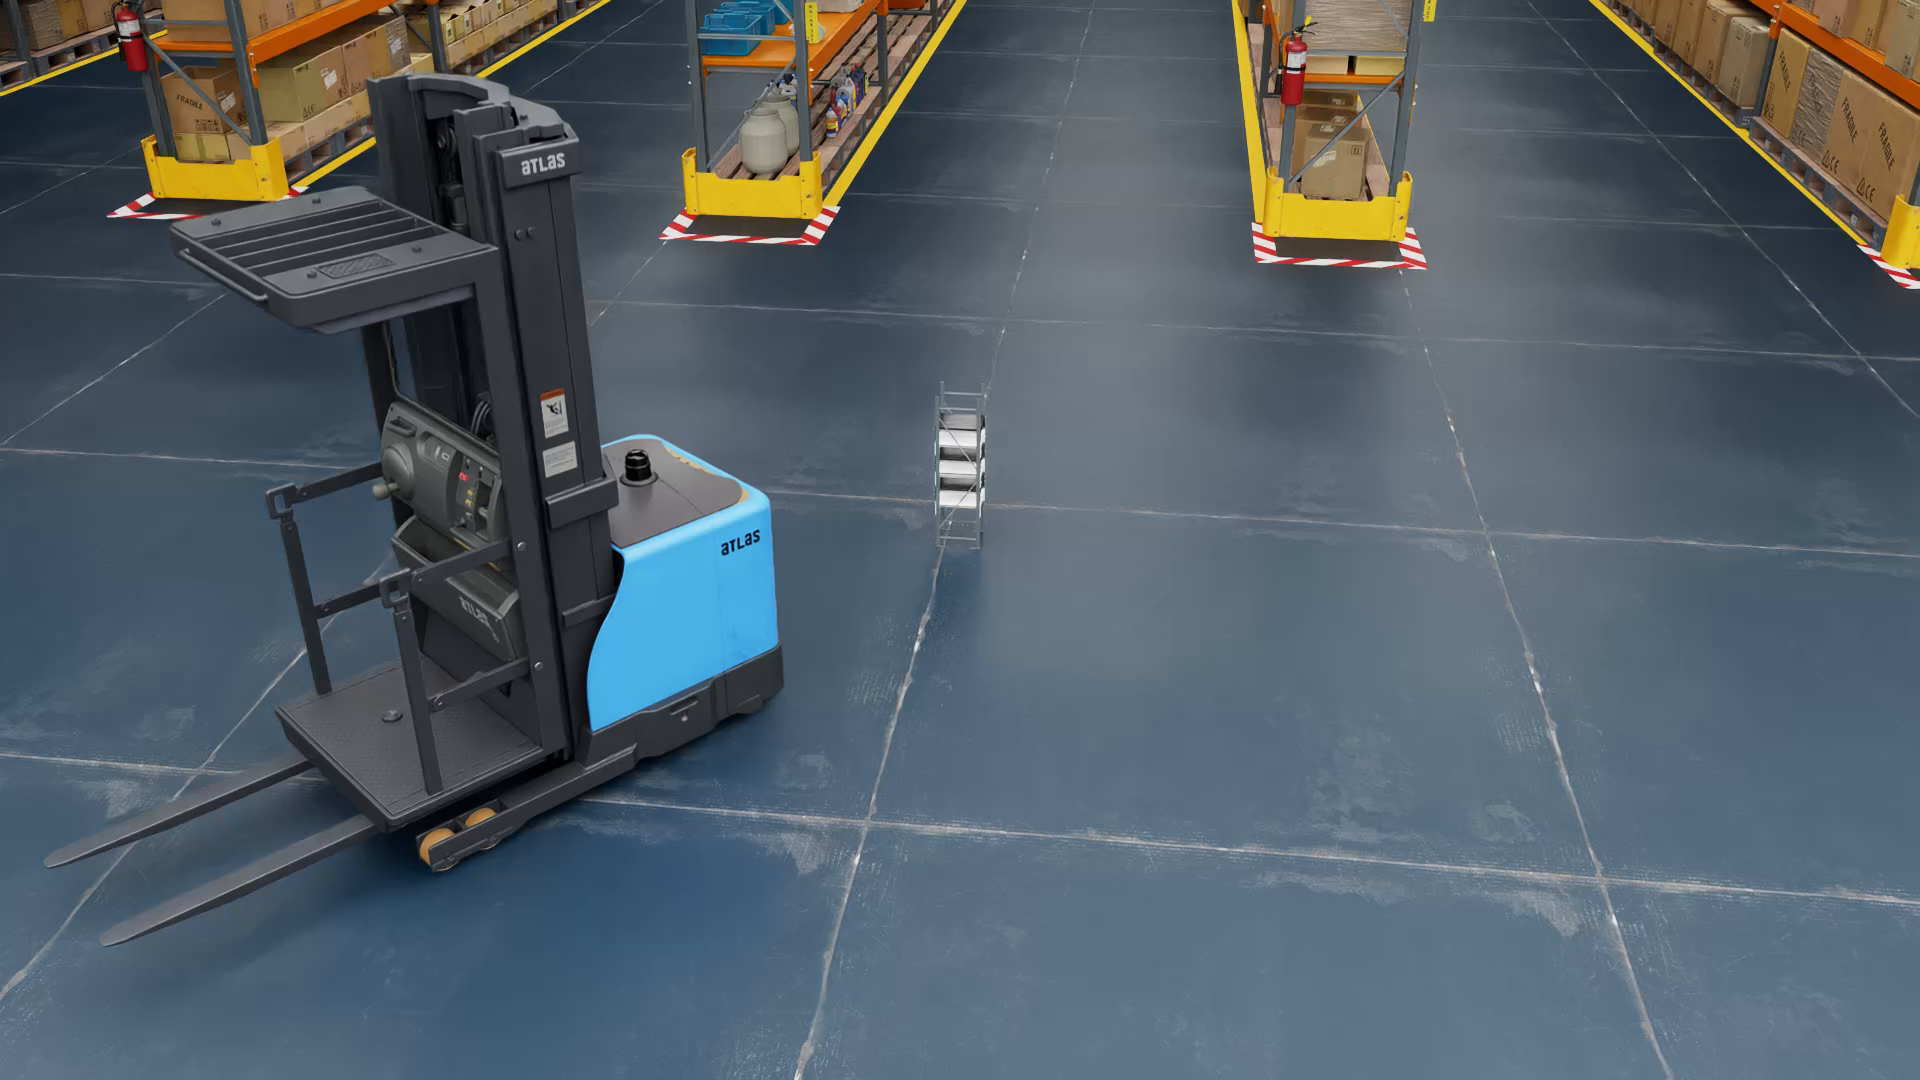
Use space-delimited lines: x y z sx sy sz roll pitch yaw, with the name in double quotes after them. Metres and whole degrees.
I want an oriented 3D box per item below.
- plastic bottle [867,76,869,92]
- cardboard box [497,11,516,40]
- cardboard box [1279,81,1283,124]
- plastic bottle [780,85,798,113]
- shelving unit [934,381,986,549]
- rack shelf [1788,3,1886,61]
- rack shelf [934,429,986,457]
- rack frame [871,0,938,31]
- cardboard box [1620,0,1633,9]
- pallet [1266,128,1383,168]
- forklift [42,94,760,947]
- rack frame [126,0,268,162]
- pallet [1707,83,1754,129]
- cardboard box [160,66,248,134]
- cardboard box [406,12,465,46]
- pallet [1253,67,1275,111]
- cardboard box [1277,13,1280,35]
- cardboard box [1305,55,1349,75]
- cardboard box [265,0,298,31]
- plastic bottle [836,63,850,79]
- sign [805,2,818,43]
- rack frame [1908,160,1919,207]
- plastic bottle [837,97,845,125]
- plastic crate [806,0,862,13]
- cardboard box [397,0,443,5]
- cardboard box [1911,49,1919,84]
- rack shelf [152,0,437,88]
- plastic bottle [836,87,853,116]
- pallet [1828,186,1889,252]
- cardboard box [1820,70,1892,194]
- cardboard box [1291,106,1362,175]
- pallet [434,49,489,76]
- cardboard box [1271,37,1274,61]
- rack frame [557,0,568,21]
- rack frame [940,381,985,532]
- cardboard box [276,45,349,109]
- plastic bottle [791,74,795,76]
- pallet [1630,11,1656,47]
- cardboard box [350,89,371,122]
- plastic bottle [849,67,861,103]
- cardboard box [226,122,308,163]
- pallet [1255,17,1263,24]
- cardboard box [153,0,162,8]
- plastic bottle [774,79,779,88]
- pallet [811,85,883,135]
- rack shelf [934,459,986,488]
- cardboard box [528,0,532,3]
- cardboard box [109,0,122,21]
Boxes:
-1.014 -4.831 17.542 0.097 0.201 0.097 0 28 0 "plastic bottle"
-5.711 -6.222 20.092 0.500 0.250 0.500 4 29 7 "cardboard box"
3.486 -4.399 16.445 0.500 0.500 0.500 13 31 22 "cardboard box"
-1.714 -4.411 16.684 0.152 0.276 0.135 3 28 6 "plastic bottle"
0.001 -0.400 9.044 0.258 0.900 0.210 3 28 6 "shelving unit"
8.302 -4.263 14.552 0.919 0.124 3.809 3 28 6 "rack shelf"
0.001 -0.529 8.974 0.258 0.077 0.200 3 28 6 "rack shelf"
-0.788 -7.941 20.828 1.000 3.000 0.127 3 28 6 "rack frame"
8.975 -7.221 21.684 0.500 0.500 0.500 2 28 4 "cardboard box"
3.443 -3.649 15.800 1.003 0.211 1.213 3 28 6 "pallet"
-2.279 -0.184 6.568 2.937 2.867 1.118 -24 37 -37 "forklift"
-6.684 -4.465 14.376 1.000 3.000 0.127 3 28 6 "rack frame"
8.567 -4.575 17.519 1.003 0.211 1.213 3 28 6 "pallet"
-6.914 -4.039 15.251 0.500 0.500 0.500 3 28 6 "cardboard box"
-5.896 -5.749 18.624 0.500 0.311 0.500 3 29 6 "cardboard box"
3.731 -4.910 18.140 1.003 0.211 1.213 3 28 6 "pallet"
3.057 -4.635 14.957 0.380 0.149 0.250 3 28 6 "cardboard box"
2.977 -3.923 13.635 0.380 0.149 0.250 3 28 6 "cardboard box"
-6.555 -4.976 15.218 0.700 0.500 0.500 4 29 8 "cardboard box"
-1.214 -4.774 17.279 0.144 0.351 0.185 3 28 6 "plastic bottle"
-1.223 -4.263 13.709 0.100 0.325 0.005 3 28 6 "sign"
8.057 -3.552 12.680 1.000 3.000 0.127 3 28 6 "rack frame"
-1.183 -4.212 16.318 0.097 0.271 0.097 0 28 0 "plastic bottle"
-1.226 -5.163 15.949 0.530 0.136 0.437 3 28 6 "plastic crate"
-6.308 -6.257 19.566 0.500 0.311 0.500 3 28 6 "cardboard box"
8.058 -3.795 12.974 0.875 0.550 0.550 3 28 6 "cardboard box"
-6.439 -5.090 16.294 1.077 0.370 4.000 3 28 6 "rack shelf"
-1.158 -4.414 16.689 0.152 0.276 0.135 4 29 7 "plastic bottle"
8.078 -2.705 14.049 1.003 0.211 1.213 3 28 6 "pallet"
8.180 -3.539 14.453 0.875 0.875 0.875 3 28 5 "cardboard box"
3.279 -3.548 14.867 0.500 0.500 0.500 11 30 19 "cardboard box"
-6.143 -5.470 19.180 1.003 0.211 1.213 3 28 6 "pallet"
3.879 -5.638 18.725 0.700 0.500 0.500 1 28 2 "cardboard box"
-5.704 -8.231 21.365 1.000 3.000 0.127 3 28 6 "rack frame"
0.013 -0.448 9.132 0.240 0.900 0.006 3 28 6 "rack frame"
-6.290 -4.481 16.070 0.500 0.500 0.500 3 28 6 "cardboard box"
-1.765 -4.775 17.358 0.152 0.276 0.135 4 29 8 "plastic bottle"
9.135 -6.458 21.014 1.003 0.211 1.213 3 28 6 "pallet"
-6.212 -4.385 16.683 0.500 0.250 0.500 3 28 6 "cardboard box"
-1.095 -4.676 17.095 0.144 0.351 0.185 2 28 4 "plastic bottle"
-6.398 -3.679 15.373 0.500 0.250 0.500 3 28 6 "cardboard box"
4.299 -6.793 21.636 1.003 0.211 1.213 3 28 6 "pallet"
-10.657 -7.268 21.750 0.700 0.500 0.500 4 29 7 "cardboard box"
-1.874 -4.536 16.908 0.061 0.283 0.133 5 29 8 "plastic bottle"
-1.402 -4.517 17.412 1.003 0.211 1.213 3 28 6 "pallet"
0.001 -0.371 9.059 0.258 0.077 0.200 3 28 6 "rack shelf"
-5.581 -6.946 20.846 0.500 0.311 0.500 3 28 5 "cardboard box"
-10.869 -6.797 20.876 0.712 0.500 0.516 3 28 5 "cardboard box"
